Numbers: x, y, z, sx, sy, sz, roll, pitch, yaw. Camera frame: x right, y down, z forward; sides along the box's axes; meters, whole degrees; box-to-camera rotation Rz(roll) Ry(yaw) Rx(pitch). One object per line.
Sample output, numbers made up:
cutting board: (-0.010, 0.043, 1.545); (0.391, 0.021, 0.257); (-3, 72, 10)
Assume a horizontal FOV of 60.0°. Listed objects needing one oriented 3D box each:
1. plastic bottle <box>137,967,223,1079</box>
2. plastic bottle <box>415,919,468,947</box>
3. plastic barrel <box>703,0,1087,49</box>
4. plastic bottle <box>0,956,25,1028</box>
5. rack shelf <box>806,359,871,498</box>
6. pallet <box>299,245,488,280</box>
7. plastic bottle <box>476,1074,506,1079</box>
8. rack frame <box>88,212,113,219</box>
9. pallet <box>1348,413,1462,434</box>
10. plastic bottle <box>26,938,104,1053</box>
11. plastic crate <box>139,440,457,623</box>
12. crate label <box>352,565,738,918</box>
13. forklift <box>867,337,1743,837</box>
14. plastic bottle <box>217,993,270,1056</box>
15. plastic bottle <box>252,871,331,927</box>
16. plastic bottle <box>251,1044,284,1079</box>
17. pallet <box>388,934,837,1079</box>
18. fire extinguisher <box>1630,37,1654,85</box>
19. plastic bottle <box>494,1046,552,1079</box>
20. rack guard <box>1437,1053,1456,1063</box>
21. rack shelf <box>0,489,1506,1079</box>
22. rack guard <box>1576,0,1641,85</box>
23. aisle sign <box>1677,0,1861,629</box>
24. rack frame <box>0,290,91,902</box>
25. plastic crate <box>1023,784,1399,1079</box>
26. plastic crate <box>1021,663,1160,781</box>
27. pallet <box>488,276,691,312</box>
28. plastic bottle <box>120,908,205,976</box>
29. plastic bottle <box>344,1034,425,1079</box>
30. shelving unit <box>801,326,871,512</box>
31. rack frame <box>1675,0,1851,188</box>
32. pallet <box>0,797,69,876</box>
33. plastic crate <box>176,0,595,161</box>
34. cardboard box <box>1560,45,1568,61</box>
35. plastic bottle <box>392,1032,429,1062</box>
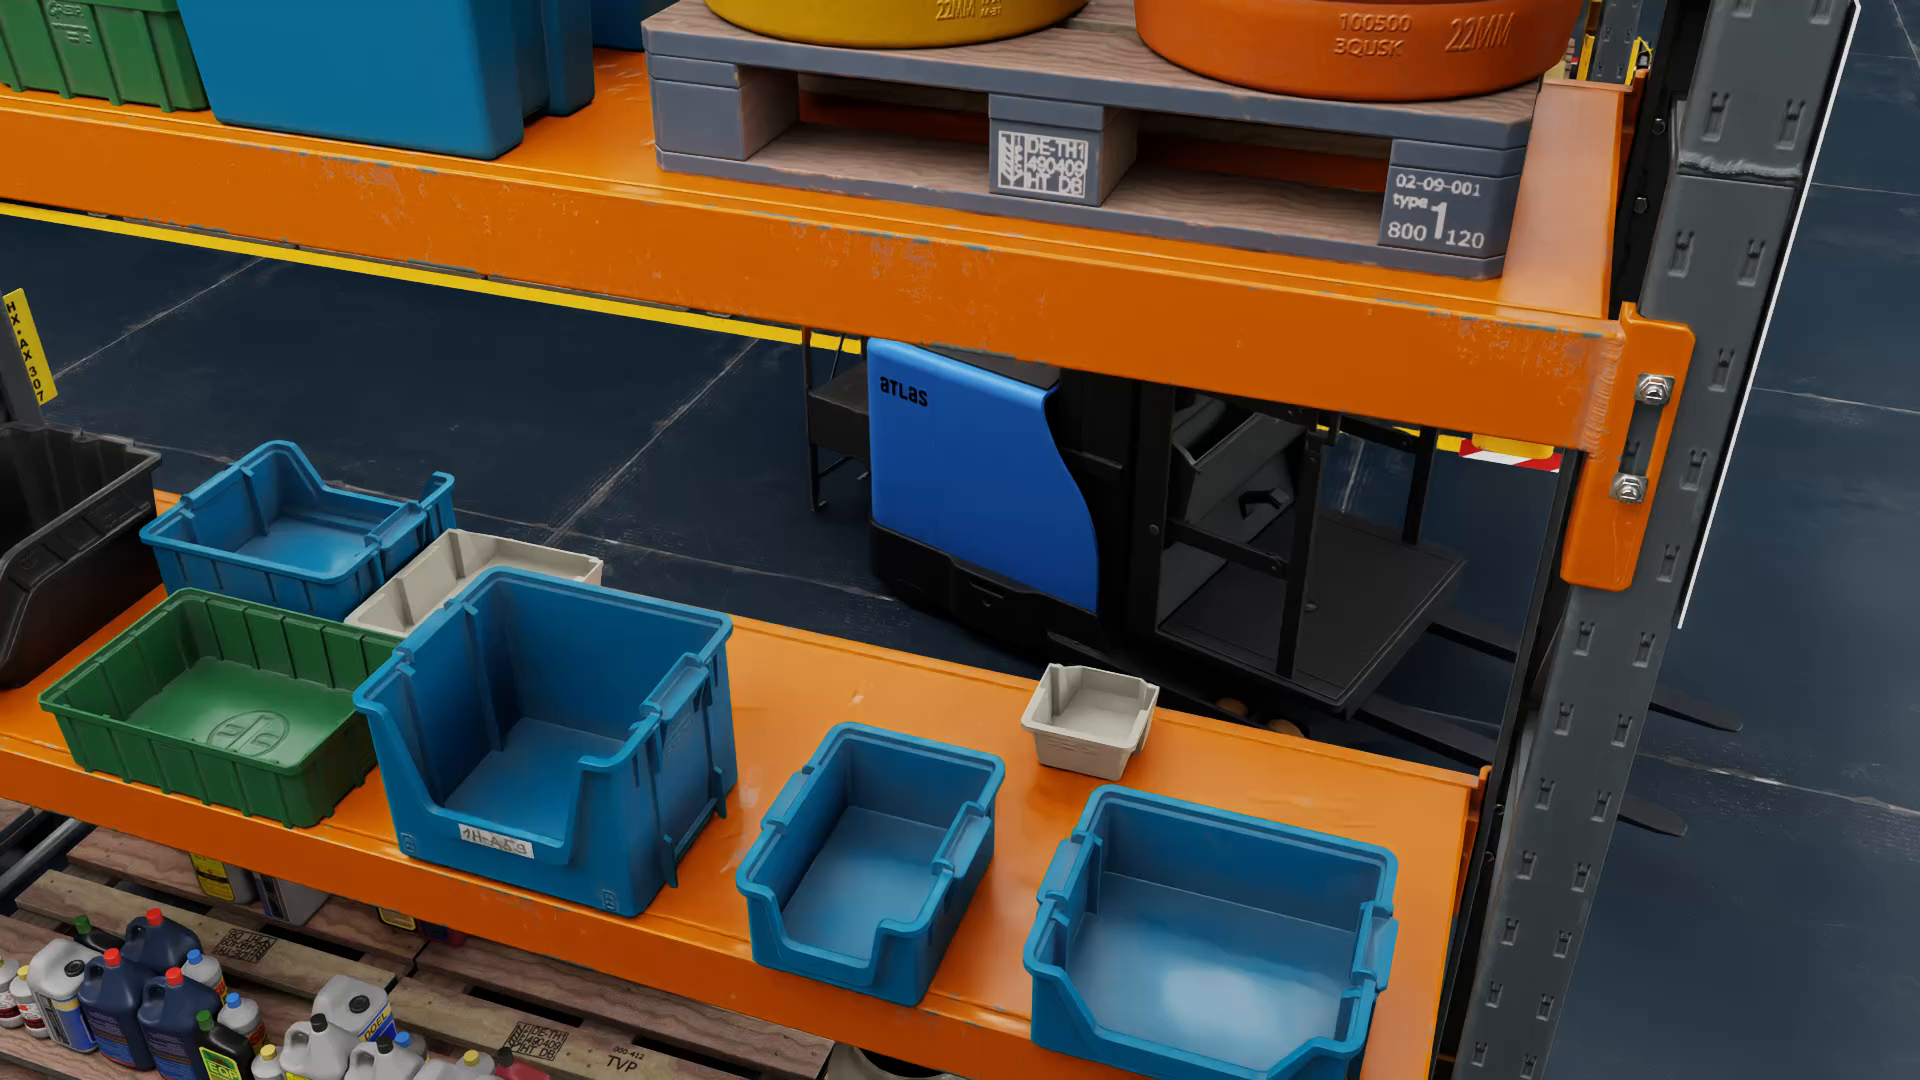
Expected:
plastic bottle: (-1.944, 1.200, 4.163); (0.185, 0.351, 0.144); (10, 34, 14)
plastic bottle: (-1.437, 0.985, 4.557); (0.133, 0.283, 0.061); (11, 34, 16)
plastic barrel: (-0.092, -1.050, 2.284); (0.600, 0.588, 0.600); (0, 33, 0)
plastic bottle: (-2.494, 1.169, 4.348); (0.097, 0.201, 0.097); (0, 33, 0)
rack shelf: (-0.299, -0.411, 6.767); (0.480, 0.518, 0.431); (21, 38, 29)
pallet: (-2.957, -1.844, 9.411); (1.213, 0.211, 1.003); (11, 34, 16)
plastic bottle: (-1.081, 1.397, 3.927); (0.135, 0.276, 0.152); (11, 35, 17)
rack frame: (-4.836, -3.383, 9.225); (0.127, 3.000, 1.000); (11, 34, 16)
pallet: (1.870, -0.928, 7.993); (1.213, 0.211, 1.003); (11, 34, 16)
plastic bottle: (-2.276, 1.165, 4.286); (0.135, 0.276, 0.152); (12, 35, 18)
plastic crate: (-1.608, 0.004, 4.115); (0.616, 0.251, 0.499); (11, 34, 16)
crate label: (-0.800, 0.396, 3.338); (0.616, 0.435, 0.502); (11, 34, 16)
forklift: (1.139, -0.792, 5.275); (3.031, 2.935, 1.130); (22, 39, 30)
plastic bottle: (-1.793, 1.241, 4.172); (0.097, 0.271, 0.097); (0, 33, 0)
plastic bottle: (-1.884, 0.923, 4.660); (0.135, 0.276, 0.152); (11, 34, 16)
plastic bottle: (-1.686, 1.326, 4.104); (0.097, 0.201, 0.097); (0, 33, 0)
pallet: (-0.971, 1.416, 4.363); (1.213, 0.211, 1.003); (11, 34, 16)
fire extinguisher: (2.647, -1.631, 6.581); (0.183, 0.674, 0.296); (11, 34, 16)
plastic bottle: (-1.046, 1.339, 4.009); (0.133, 0.283, 0.061); (11, 34, 16)
rack guard: (0.936, 1.670, 3.703); (0.348, 0.500, 1.175); (11, 34, 16)
rack shelf: (-0.859, 0.546, 3.802); (4.000, 0.370, 1.077); (11, 34, 16)
rack guard: (4.486, -3.379, 11.522); (0.348, 0.500, 1.175); (11, 34, 16)
aisle sign: (0.991, -0.318, 2.080); (0.004, 0.787, 0.394); (11, 34, 16)
rack frame: (-2.742, -0.122, 4.174); (0.127, 3.000, 1.000); (11, 34, 16)
plastic crate: (0.451, 0.733, 2.986); (0.616, 0.251, 0.499); (11, 34, 16)
plastic crate: (0.290, 0.392, 3.620); (0.250, 0.136, 0.298); (11, 34, 16)
pallet: (-1.804, -1.622, 9.067); (1.213, 0.211, 1.003); (11, 34, 16)
plastic bottle: (-2.073, 1.092, 4.330); (0.185, 0.351, 0.144); (11, 34, 16)
plastic bottle: (-1.369, 1.312, 3.989); (0.185, 0.351, 0.144); (12, 35, 18)
shelving unit: (-0.299, -1.011, 6.380); (0.503, 2.100, 0.431); (21, 38, 29)
rack frame: (1.024, -1.911, 1.413); (0.127, 3.000, 1.000); (11, 34, 16)
pallet: (-3.494, 0.925, 5.122); (1.213, 0.211, 1.003); (11, 34, 16)
plastic crate: (-0.873, -0.839, 2.533); (0.575, 0.384, 0.392); (11, 34, 16)
cardboard box: (3.802, -3.808, 11.454); (0.875, 0.875, 0.875); (11, 35, 17)
plastic bottle: (-1.370, 1.305, 4.138); (0.097, 0.201, 0.097); (0, 33, 0)
